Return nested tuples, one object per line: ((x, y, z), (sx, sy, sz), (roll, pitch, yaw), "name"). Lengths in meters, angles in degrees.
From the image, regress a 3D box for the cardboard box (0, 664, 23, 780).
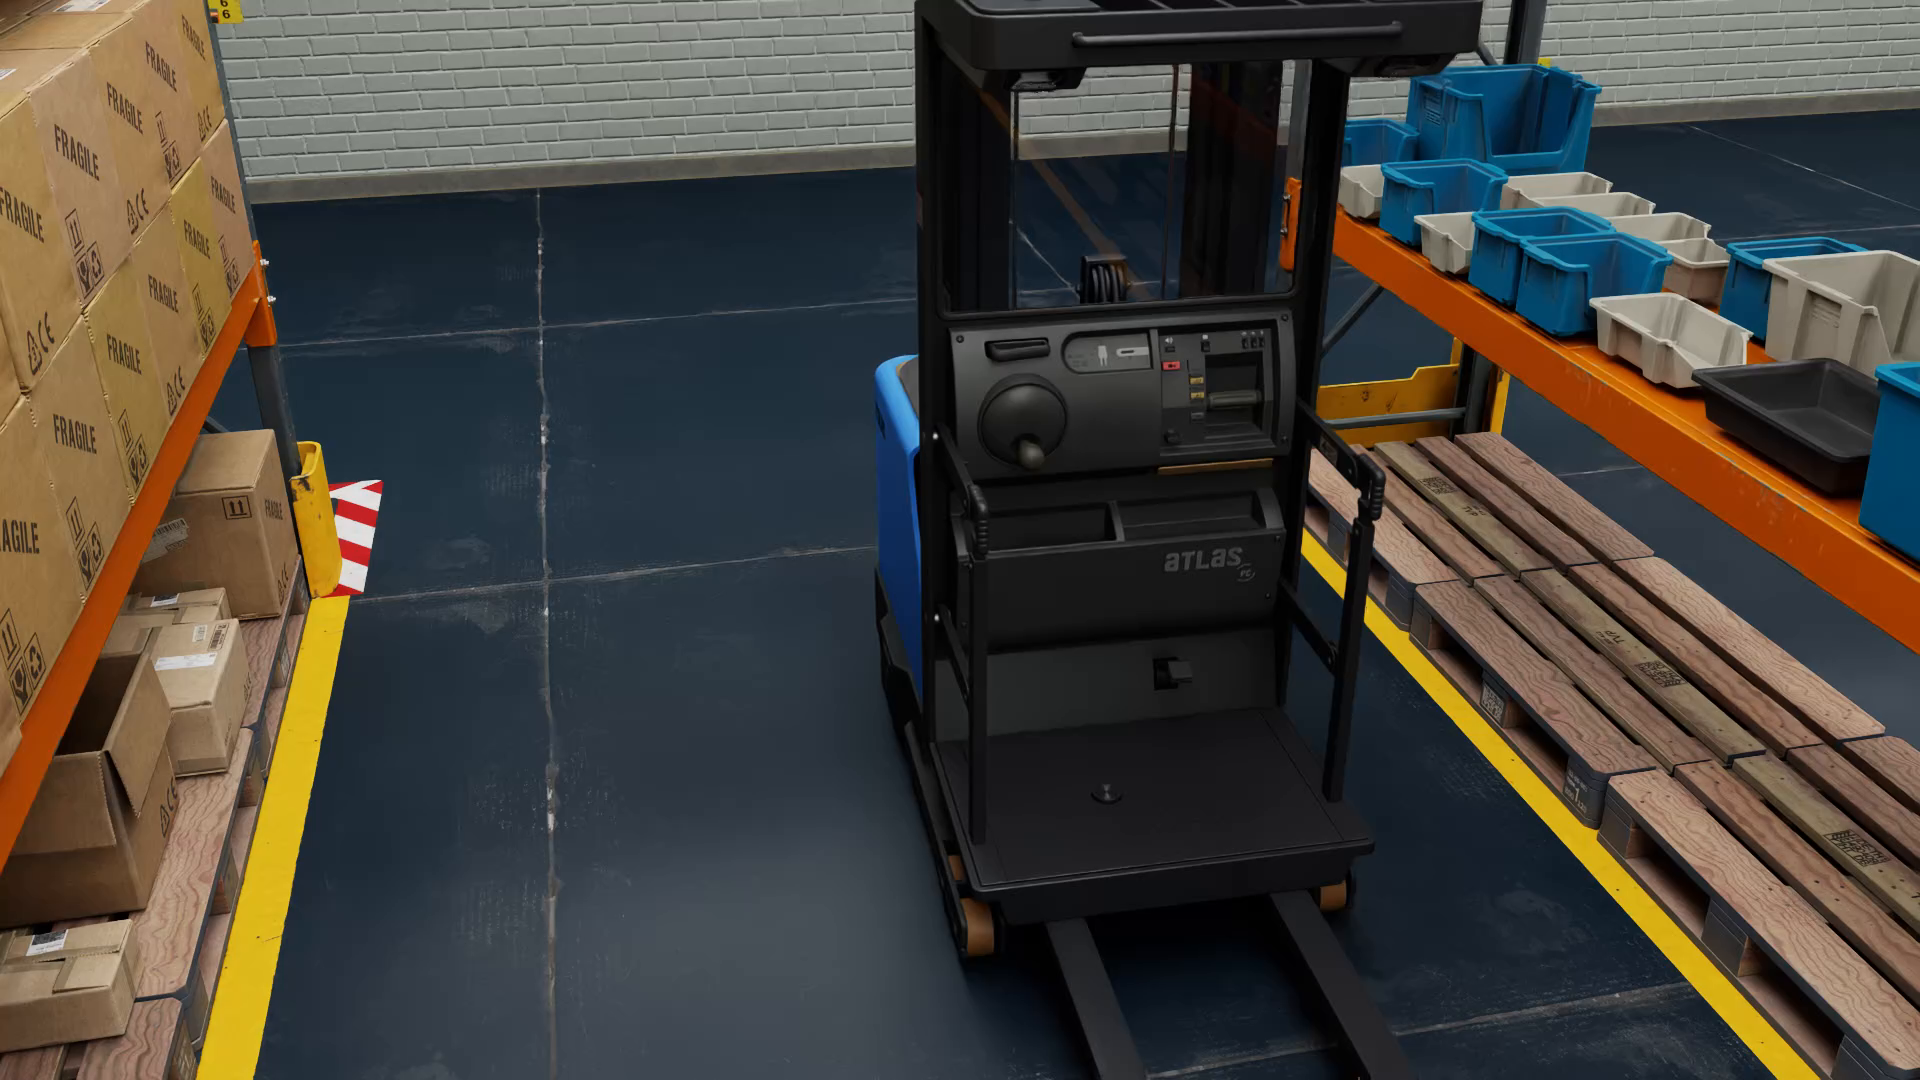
((-1.951, 0.284, 2.747), (0.500, 0.500, 0.500), (-5, 27, -10), "cardboard box")

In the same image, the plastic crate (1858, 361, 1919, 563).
((2.287, -0.111, 3.592), (0.392, 0.384, 0.575), (-6, 27, -12), "plastic crate")

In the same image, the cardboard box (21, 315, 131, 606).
((-2.180, -0.160, 3.627), (0.500, 0.500, 0.500), (-6, 27, -12), "cardboard box")

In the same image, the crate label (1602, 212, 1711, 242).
((2.321, -0.998, 5.624), (0.396, 0.136, 0.243), (-6, 27, -12), "crate label")

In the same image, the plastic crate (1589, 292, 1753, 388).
((2.040, -0.564, 4.765), (0.293, 0.136, 0.466), (-6, 27, -12), "plastic crate")

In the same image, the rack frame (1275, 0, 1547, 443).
((1.823, -1.677, 6.744), (1.000, 3.000, 0.127), (-6, 27, -12), "rack frame")

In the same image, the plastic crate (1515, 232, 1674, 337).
((1.923, -0.778, 5.081), (0.416, 0.233, 0.300), (-6, 27, -12), "plastic crate")

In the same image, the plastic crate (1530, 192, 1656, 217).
((2.235, -1.118, 5.862), (0.396, 0.136, 0.243), (-6, 27, -12), "plastic crate")

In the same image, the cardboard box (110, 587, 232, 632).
((-2.637, 0.293, 5.496), (0.380, 0.166, 0.250), (-6, 27, -12), "cardboard box")

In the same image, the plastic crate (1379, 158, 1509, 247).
((1.707, -1.198, 5.914), (0.416, 0.233, 0.300), (-6, 27, -12), "plastic crate")

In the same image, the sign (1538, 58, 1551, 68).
((2.356, -1.813, 6.832), (0.100, 0.325, 0.005), (-6, 27, -12), "sign")

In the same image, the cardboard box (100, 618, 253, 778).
((-2.456, 0.489, 5.015), (0.500, 0.250, 0.500), (-6, 27, -12), "cardboard box")

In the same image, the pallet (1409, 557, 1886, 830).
((2.243, 0.468, 5.588), (1.003, 0.211, 1.213), (-6, 27, -12), "pallet")

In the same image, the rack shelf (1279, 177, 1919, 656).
((2.274, -0.478, 5.166), (1.077, 0.370, 4.000), (-6, 27, -12), "rack shelf")

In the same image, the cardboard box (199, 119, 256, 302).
((-2.637, -1.051, 5.393), (0.500, 0.500, 0.500), (-5, 27, -10), "cardboard box")

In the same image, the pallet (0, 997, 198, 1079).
((-2.256, 1.524, 3.497), (1.003, 0.211, 1.213), (-6, 27, -12), "pallet")

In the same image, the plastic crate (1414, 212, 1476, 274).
((1.703, -0.997, 5.623), (0.250, 0.136, 0.298), (-6, 27, -12), "plastic crate")

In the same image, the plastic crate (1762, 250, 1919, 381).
((2.560, -0.584, 4.643), (0.437, 0.282, 0.530), (-6, 27, -12), "plastic crate")

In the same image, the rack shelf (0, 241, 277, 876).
((-2.553, 0.023, 4.173), (1.077, 0.370, 4.000), (-6, 27, -12), "rack shelf")

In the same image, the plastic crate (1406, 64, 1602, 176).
((2.081, -1.592, 6.469), (0.616, 0.435, 0.499), (-6, 27, -12), "plastic crate")

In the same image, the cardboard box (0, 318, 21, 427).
((-2.051, -0.373, 2.939), (0.500, 0.500, 0.500), (-7, 28, -13), "cardboard box")

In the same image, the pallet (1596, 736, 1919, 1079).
((2.521, 1.005, 4.525), (1.003, 0.211, 1.213), (-6, 27, -12), "pallet")

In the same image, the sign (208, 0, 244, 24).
((-2.458, -1.881, 5.513), (0.100, 0.325, 0.005), (-6, 27, -12), "sign")

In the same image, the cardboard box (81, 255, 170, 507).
((-2.296, -0.383, 4.069), (0.500, 0.500, 0.500), (-6, 27, -12), "cardboard box")

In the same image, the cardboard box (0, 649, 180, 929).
((-2.530, 0.674, 4.368), (0.797, 0.503, 0.637), (-6, 27, -12), "cardboard box")

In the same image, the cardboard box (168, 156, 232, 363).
((-2.517, -0.824, 4.943), (0.500, 0.500, 0.500), (-6, 27, -11), "cardboard box")

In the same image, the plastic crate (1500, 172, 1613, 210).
((2.184, -1.247, 6.117), (0.396, 0.136, 0.243), (-6, 27, -12), "plastic crate")

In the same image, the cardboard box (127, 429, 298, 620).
((-2.641, -0.043, 5.791), (0.500, 0.500, 0.500), (-6, 27, -12), "cardboard box")

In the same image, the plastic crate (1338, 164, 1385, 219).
((1.550, -1.295, 6.213), (0.250, 0.136, 0.298), (-6, 27, -12), "plastic crate")

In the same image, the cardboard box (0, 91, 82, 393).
((-2.166, -0.598, 3.386), (0.500, 0.500, 0.500), (-7, 28, -13), "cardboard box")

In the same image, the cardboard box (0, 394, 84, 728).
((-2.070, 0.060, 3.192), (0.500, 0.500, 0.500), (-5, 27, -11), "cardboard box")

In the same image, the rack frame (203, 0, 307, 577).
((-3.003, -1.176, 5.750), (1.000, 3.000, 0.127), (-6, 27, -12), "rack frame")

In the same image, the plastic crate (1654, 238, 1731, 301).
((2.406, -0.870, 5.371), (0.298, 0.136, 0.250), (-6, 27, -12), "plastic crate")

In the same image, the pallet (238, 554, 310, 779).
((-2.806, 0.453, 5.620), (1.003, 0.211, 1.213), (-6, 27, -12), "pallet")

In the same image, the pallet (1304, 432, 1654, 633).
((1.971, -0.066, 6.647), (1.003, 0.211, 1.213), (-6, 27, -12), "pallet")

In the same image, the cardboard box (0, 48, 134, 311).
((-2.283, -0.825, 3.835), (0.500, 0.500, 0.500), (-5, 27, -10), "cardboard box")

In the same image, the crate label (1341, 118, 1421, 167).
((1.558, -1.487, 6.487), (0.416, 0.233, 0.303), (-6, 27, -12), "crate label")

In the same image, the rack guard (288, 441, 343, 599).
((-2.986, -0.026, 6.248), (1.175, 0.500, 0.348), (-6, 27, -12), "rack guard")

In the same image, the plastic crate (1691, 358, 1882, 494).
((2.211, -0.289, 4.233), (0.437, 0.125, 0.590), (-6, 27, -12), "plastic crate")

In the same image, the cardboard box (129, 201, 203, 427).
((-2.410, -0.604, 4.508), (0.500, 0.500, 0.500), (-6, 27, -11), "cardboard box")

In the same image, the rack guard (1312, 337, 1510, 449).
((1.805, -0.570, 7.325), (1.175, 0.500, 0.348), (-6, 27, -12), "rack guard")

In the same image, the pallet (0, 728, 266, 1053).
((-2.534, 0.987, 4.560), (1.003, 0.211, 1.213), (-6, 27, -12), "pallet")

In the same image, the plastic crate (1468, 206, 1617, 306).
((1.855, -0.909, 5.342), (0.416, 0.233, 0.300), (-6, 27, -12), "plastic crate")

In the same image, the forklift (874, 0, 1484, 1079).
((0.480, -0.358, 4.206), (1.130, 2.935, 3.031), (-5, 27, -10), "forklift")

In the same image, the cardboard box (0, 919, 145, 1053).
((-2.190, 1.064, 3.970), (0.380, 0.166, 0.250), (-6, 27, -12), "cardboard box")

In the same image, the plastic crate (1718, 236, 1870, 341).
((2.536, -0.754, 5.033), (0.416, 0.233, 0.300), (-6, 27, -12), "plastic crate")

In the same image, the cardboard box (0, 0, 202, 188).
((-2.520, -1.278, 4.732), (0.500, 0.500, 0.500), (-5, 27, -10), "cardboard box")

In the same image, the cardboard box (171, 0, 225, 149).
((-2.635, -1.499, 5.171), (0.500, 0.500, 0.500), (-6, 27, -12), "cardboard box")

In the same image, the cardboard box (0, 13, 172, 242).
((-2.399, -1.050, 4.282), (0.500, 0.500, 0.500), (-5, 27, -10), "cardboard box")
